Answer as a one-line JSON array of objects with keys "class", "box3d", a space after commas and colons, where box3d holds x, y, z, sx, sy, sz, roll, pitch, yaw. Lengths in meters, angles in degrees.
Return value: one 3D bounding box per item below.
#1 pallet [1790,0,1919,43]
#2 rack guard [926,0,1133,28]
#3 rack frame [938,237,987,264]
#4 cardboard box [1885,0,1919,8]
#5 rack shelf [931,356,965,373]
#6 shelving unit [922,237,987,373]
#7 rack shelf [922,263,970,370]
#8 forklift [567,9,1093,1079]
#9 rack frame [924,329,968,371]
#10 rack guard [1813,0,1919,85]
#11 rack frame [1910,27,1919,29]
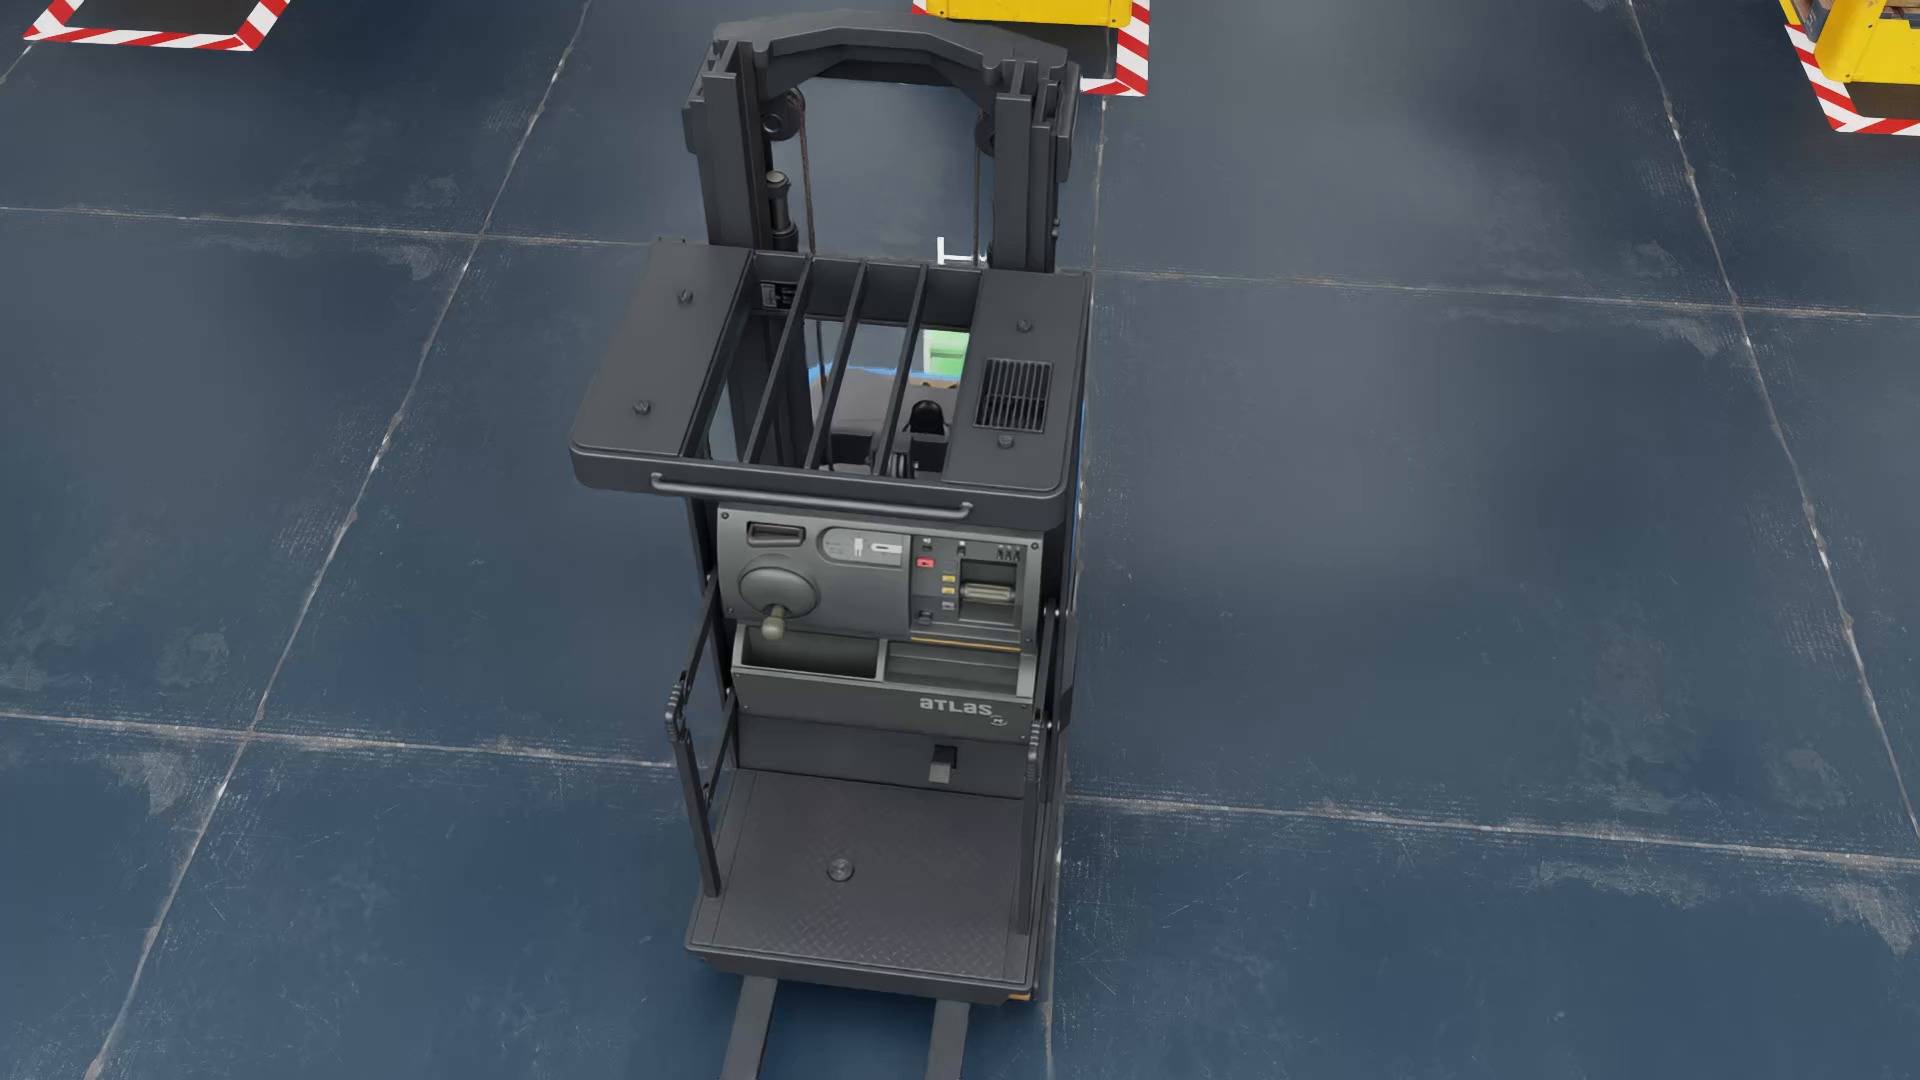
[{"class": "pallet", "box3d": [5.317, -3.269, 9.623, 1.003, 0.211, 1.213, 4, 48, 4]}, {"class": "rack guard", "box3d": [0.399, -3.237, 9.398, 1.175, 0.500, 0.348, 4, 48, 4]}, {"class": "rack frame", "box3d": [0.037, -0.706, 6.608, 0.240, 1.200, 0.015, 4, 48, 4]}, {"class": "cardboard box", "box3d": [5.318, -3.544, 9.140, 0.875, 0.875, 0.875, 4, 48, 4]}, {"class": "rack shelf", "box3d": [0.015, -0.645, 6.314, 0.258, 0.148, 0.480, 4, 48, 4]}, {"class": "shelving unit", "box3d": [0.015, -0.527, 6.444, 0.258, 1.200, 0.503, 4, 48, 4]}, {"class": "rack shelf", "box3d": [0.015, -0.807, 6.137, 0.258, 0.148, 0.480, 4, 48, 4]}, {"class": "forklift", "box3d": [-0.258, 0.218, 4.591, 1.130, 2.935, 3.031, 6, 48, 5]}, {"class": "rack frame", "box3d": [-0.007, -0.347, 6.280, 0.240, 1.200, 0.015, 4, 48, 4]}, {"class": "rack guard", "box3d": [5.320, -2.756, 8.958, 1.175, 0.500, 0.348, 4, 48, 4]}, {"class": "rack frame", "box3d": [5.322, -3.617, 8.051, 1.000, 3.000, 0.127, 4, 48, 4]}]
